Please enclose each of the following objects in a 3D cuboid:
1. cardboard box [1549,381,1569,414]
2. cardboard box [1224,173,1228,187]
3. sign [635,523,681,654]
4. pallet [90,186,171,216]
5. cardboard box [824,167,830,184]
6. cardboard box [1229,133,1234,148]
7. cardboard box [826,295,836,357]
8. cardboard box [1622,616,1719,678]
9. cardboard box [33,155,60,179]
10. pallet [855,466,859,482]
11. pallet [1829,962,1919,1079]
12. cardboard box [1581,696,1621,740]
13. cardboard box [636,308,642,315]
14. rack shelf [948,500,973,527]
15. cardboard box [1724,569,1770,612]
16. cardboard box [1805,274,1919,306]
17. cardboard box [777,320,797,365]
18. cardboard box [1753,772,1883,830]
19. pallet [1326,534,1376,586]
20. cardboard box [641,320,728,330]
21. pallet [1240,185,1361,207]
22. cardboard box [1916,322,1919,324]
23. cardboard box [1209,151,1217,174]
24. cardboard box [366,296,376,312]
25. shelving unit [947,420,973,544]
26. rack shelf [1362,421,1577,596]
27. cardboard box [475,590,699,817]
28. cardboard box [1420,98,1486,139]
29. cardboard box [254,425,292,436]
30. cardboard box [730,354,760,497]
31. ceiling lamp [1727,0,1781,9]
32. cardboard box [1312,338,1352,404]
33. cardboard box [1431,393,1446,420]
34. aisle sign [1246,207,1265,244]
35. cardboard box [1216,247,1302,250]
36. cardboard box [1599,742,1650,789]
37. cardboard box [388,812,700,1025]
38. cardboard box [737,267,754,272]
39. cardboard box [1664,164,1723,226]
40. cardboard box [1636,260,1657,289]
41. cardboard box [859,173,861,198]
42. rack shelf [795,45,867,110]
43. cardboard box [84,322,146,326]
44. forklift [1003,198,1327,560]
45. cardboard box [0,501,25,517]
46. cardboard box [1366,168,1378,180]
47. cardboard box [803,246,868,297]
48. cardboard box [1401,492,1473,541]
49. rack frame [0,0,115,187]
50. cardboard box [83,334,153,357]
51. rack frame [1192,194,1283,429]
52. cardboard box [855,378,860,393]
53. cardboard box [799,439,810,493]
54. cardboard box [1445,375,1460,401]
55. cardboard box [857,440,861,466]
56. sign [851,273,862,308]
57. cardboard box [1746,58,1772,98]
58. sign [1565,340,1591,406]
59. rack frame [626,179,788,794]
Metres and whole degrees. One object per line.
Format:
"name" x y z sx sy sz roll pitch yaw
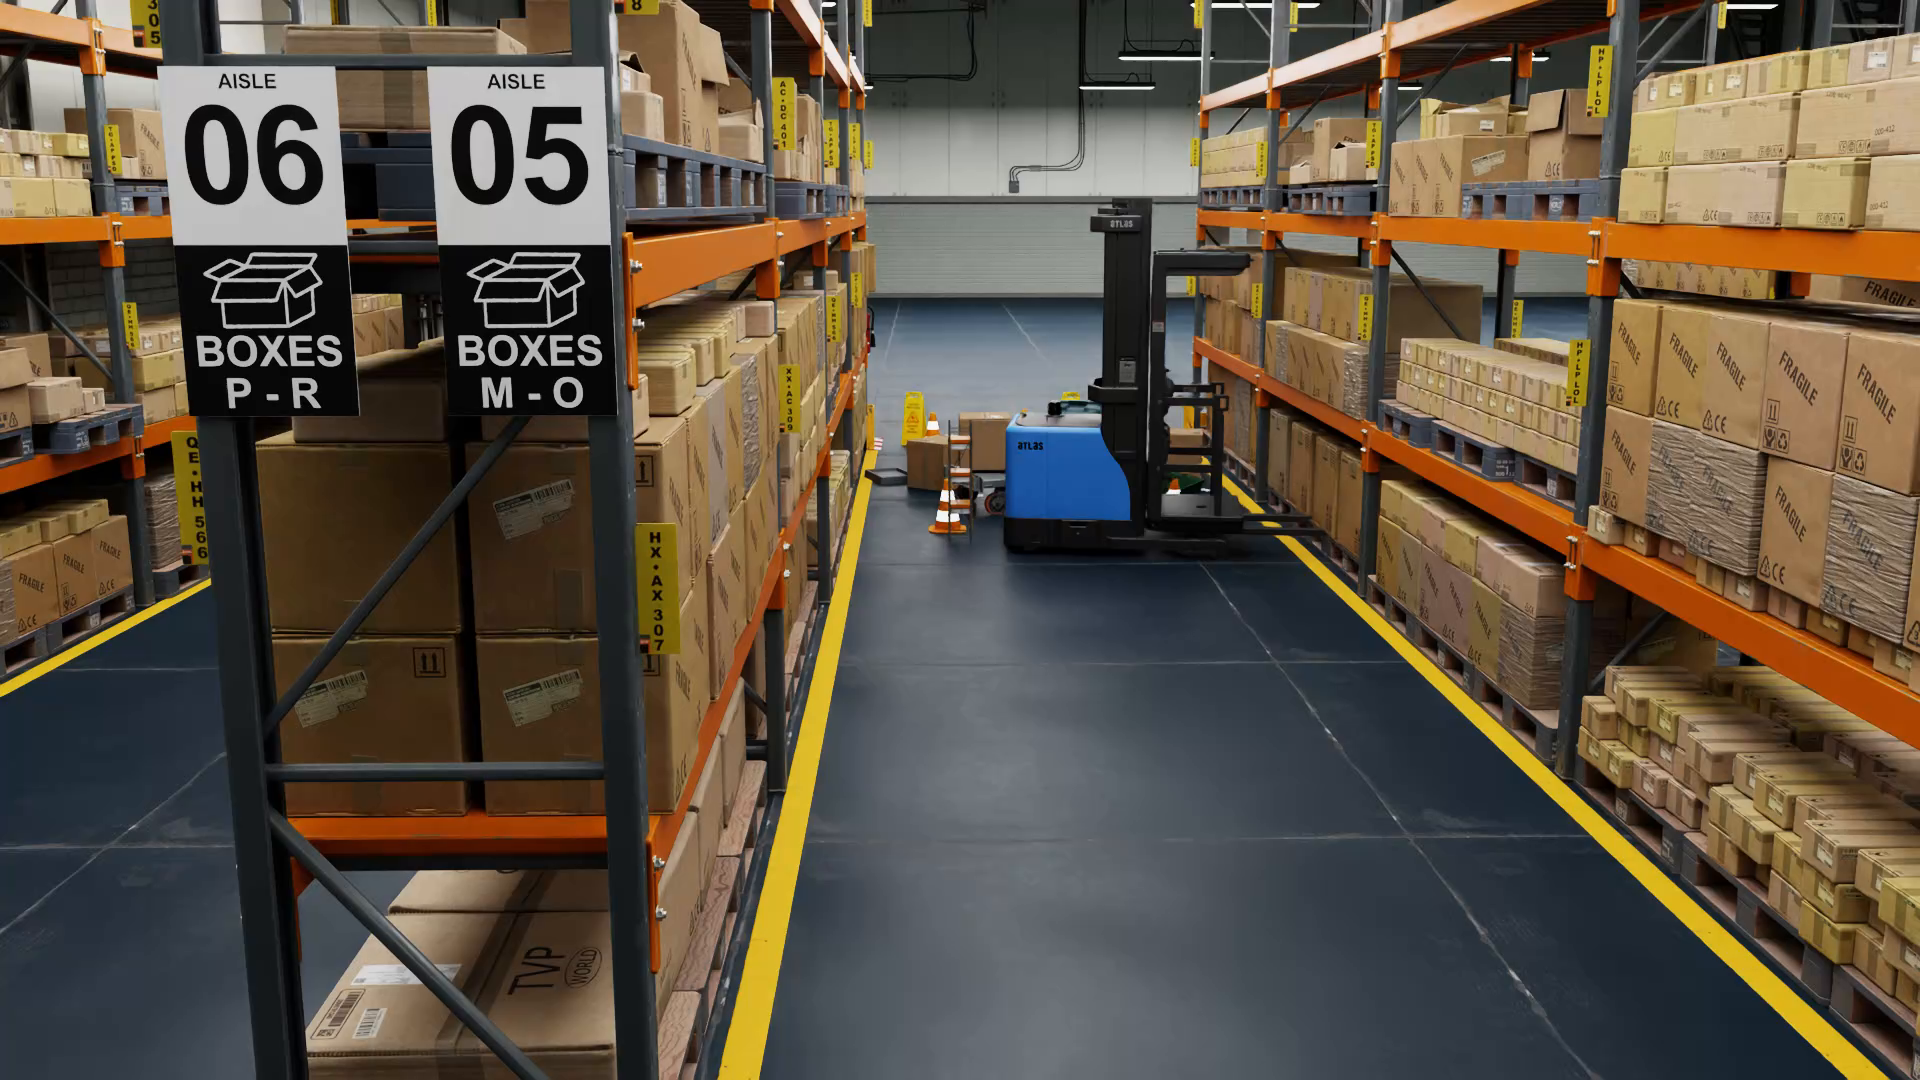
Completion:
"cardboard box" 3.365 -0.758 8.831 0.380 0.149 0.250 -1 11 -3
"cardboard box" 3.045 -3.868 17.859 0.380 0.149 0.250 0 11 -1
"sign" -0.735 0.120 4.047 0.100 0.325 0.005 0 11 -1
"pallet" -6.521 -2.497 12.254 1.213 0.211 1.003 0 11 1
"cardboard box" -1.366 -3.086 14.004 0.500 0.250 0.500 0 11 0
"cardboard box" 3.051 -4.208 17.529 0.380 0.149 0.250 0 11 0
"cardboard box" -1.268 -1.706 13.370 0.500 0.500 0.500 0 11 0
"cardboard box" 3.824 0.620 9.191 0.500 0.500 0.500 0 11 1
"cardboard box" -6.184 -2.456 10.951 0.380 0.149 0.250 -1 11 -2
"pallet" -1.615 -0.811 18.027 1.003 0.211 1.213 0 11 -1
"pallet" 3.674 1.733 5.484 1.003 0.211 1.213 0 11 -1
"cardboard box" 3.262 0.867 8.105 0.380 0.149 0.250 0 11 1
"cardboard box" -1.556 -0.903 7.066 0.380 0.149 0.250 0 11 -2
"rack shelf" 0.001 -0.221 14.460 0.215 0.259 0.240 0 11 -1
"cardboard box" 3.329 0.191 6.706 0.380 0.149 0.250 0 11 1
"cardboard box" 8.247 -2.183 15.212 1.000 1.000 1.000 0 11 -1
"cardboard box" -1.094 -0.839 8.383 0.500 0.500 0.500 0 11 0
"cardboard box" 3.381 1.028 6.564 0.380 0.149 0.250 0 11 -1
"pallet" 3.551 0.163 13.225 1.003 0.211 1.213 0 11 -1
"cardboard box" -1.085 -0.754 6.332 0.380 0.149 0.250 0 11 -2
"pallet" 3.403 -3.431 16.606 1.003 0.211 1.213 0 11 -1
"cardboard box" 3.894 -0.537 6.145 0.500 0.500 0.500 -1 11 -3
"cardboard box" 3.092 -4.236 18.672 0.500 0.250 0.500 0 11 -2
"cardboard box" -6.219 -2.416 17.042 0.380 0.149 0.250 0 11 -2
"shelving unit" 0.001 -0.504 14.402 0.215 1.050 0.252 0 11 -1
"rack shelf" 3.533 -0.297 10.286 1.077 0.370 4.000 0 11 -1
"cardboard box" -1.013 0.438 4.602 0.500 0.500 0.500 0 11 -2
"cardboard box" 3.235 -2.757 10.882 0.396 0.266 0.258 0 11 -1
"cardboard box" -6.478 -0.719 15.473 0.875 0.625 0.625 0 11 1
"cardboard box" -1.064 -0.455 6.493 0.500 0.500 0.500 0 11 0
"ceiling lamp" 11.571 -9.799 25.546 2.000 3.185 0.800 0 11 -1
"cardboard box" 3.195 -1.383 13.578 0.500 0.500 0.500 0 11 -2
"cardboard box" 3.318 -0.879 10.923 0.380 0.149 0.250 0 11 1
"aisle sign" 3.625 -3.926 19.829 0.394 0.787 0.004 0 11 -1
"cardboard box" 3.399 -3.057 18.989 0.875 0.550 0.550 0 11 -1
"cardboard box" 3.266 1.066 7.872 0.380 0.149 0.250 0 11 1
"cardboard box" -1.431 1.321 5.890 0.875 0.438 0.875 0 11 0
"cardboard box" -1.882 -2.425 15.280 0.380 0.149 0.250 0 11 -1
"cardboard box" 3.340 -1.455 7.022 0.500 0.250 0.500 0 11 -2
"cardboard box" 8.030 -3.112 18.840 0.500 0.500 0.500 0 11 -1
"cardboard box" -1.303 -3.735 17.508 0.500 0.250 0.500 0 11 -1
"rack shelf" -1.579 -4.785 17.329 1.077 0.370 4.000 0 11 -1
"cardboard box" -6.779 -1.669 13.359 0.380 0.149 0.250 0 11 -2
"forklift" 1.919 -1.387 14.022 3.031 2.935 1.130 1 12 6
"cardboard box" -6.718 -0.179 11.495 0.380 0.149 0.250 0 11 2
"cardboard box" 3.260 -2.775 12.429 0.380 0.166 0.250 0 11 -1
"cardboard box" -1.302 -2.776 17.184 0.700 0.500 0.500 0 11 -2
"cardboard box" 3.275 -0.156 11.129 0.500 0.250 0.500 0 11 -2
"rack frame" -6.418 -3.925 11.274 1.000 3.000 0.127 0 11 -1
"cardboard box" -6.130 -1.417 12.114 0.380 0.149 0.250 0 11 1
"rack frame" 3.327 -2.637 20.012 1.000 3.000 0.127 0 11 -1
"cardboard box" -1.235 -1.591 17.197 0.380 0.149 0.250 0 11 1
"cardboard box" -1.124 -0.431 9.516 0.500 0.250 0.500 0 11 -2
"cardboard box" 3.327 -0.972 10.631 0.380 0.149 0.250 0 11 -1
"cardboard box" -1.302 -0.884 17.232 0.500 0.250 0.500 0 11 2
"sign" -0.983 -2.372 15.793 0.100 0.325 0.005 0 11 -1
"cardboard box" 3.358 -1.823 6.571 0.380 0.149 0.250 -1 11 -3
"sign" 3.020 -0.816 8.125 0.100 0.325 0.005 0 11 -1
"rack frame" -1.372 -0.211 8.055 1.000 3.000 0.127 0 11 -1
